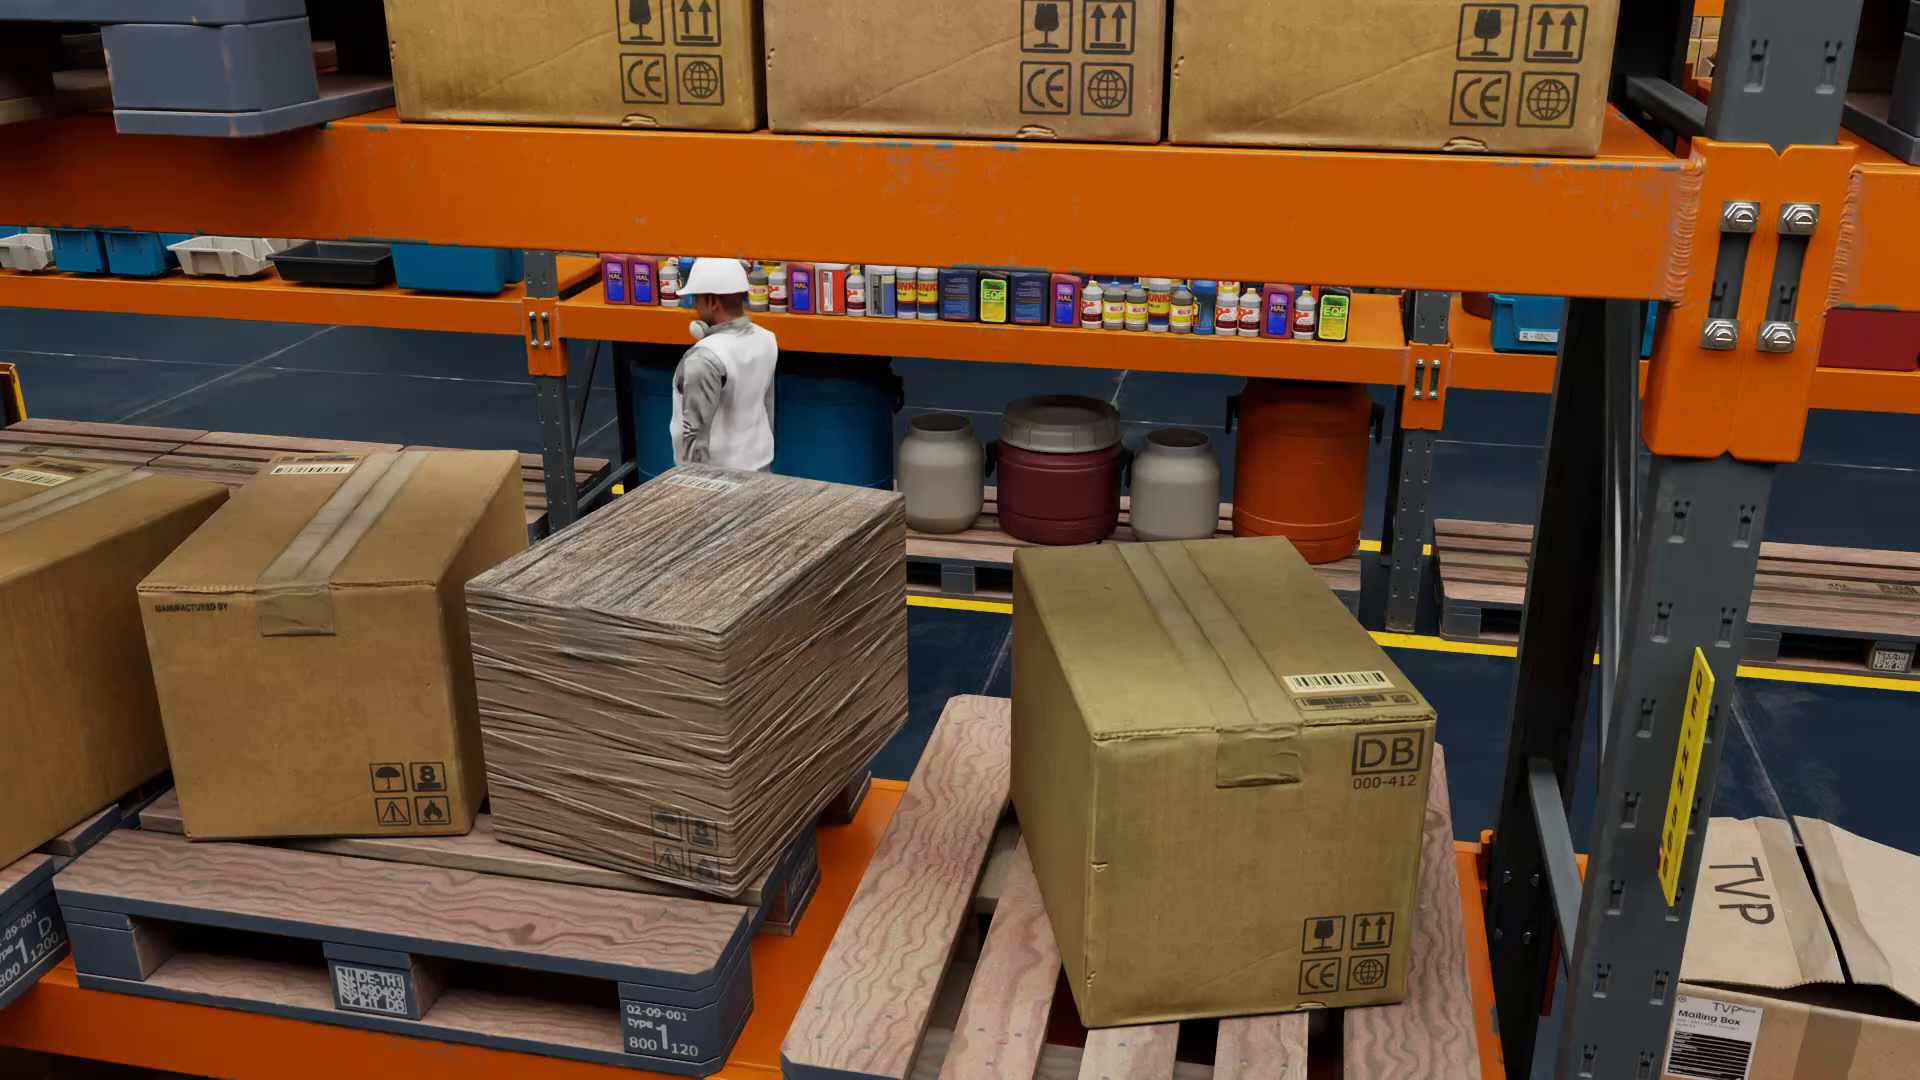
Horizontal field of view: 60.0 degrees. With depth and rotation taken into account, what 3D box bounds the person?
[{"bbox_3d":[-0.956,-0.293,6.766,0.637,1.756,0.555,13,25,29],"label":"person"}]
